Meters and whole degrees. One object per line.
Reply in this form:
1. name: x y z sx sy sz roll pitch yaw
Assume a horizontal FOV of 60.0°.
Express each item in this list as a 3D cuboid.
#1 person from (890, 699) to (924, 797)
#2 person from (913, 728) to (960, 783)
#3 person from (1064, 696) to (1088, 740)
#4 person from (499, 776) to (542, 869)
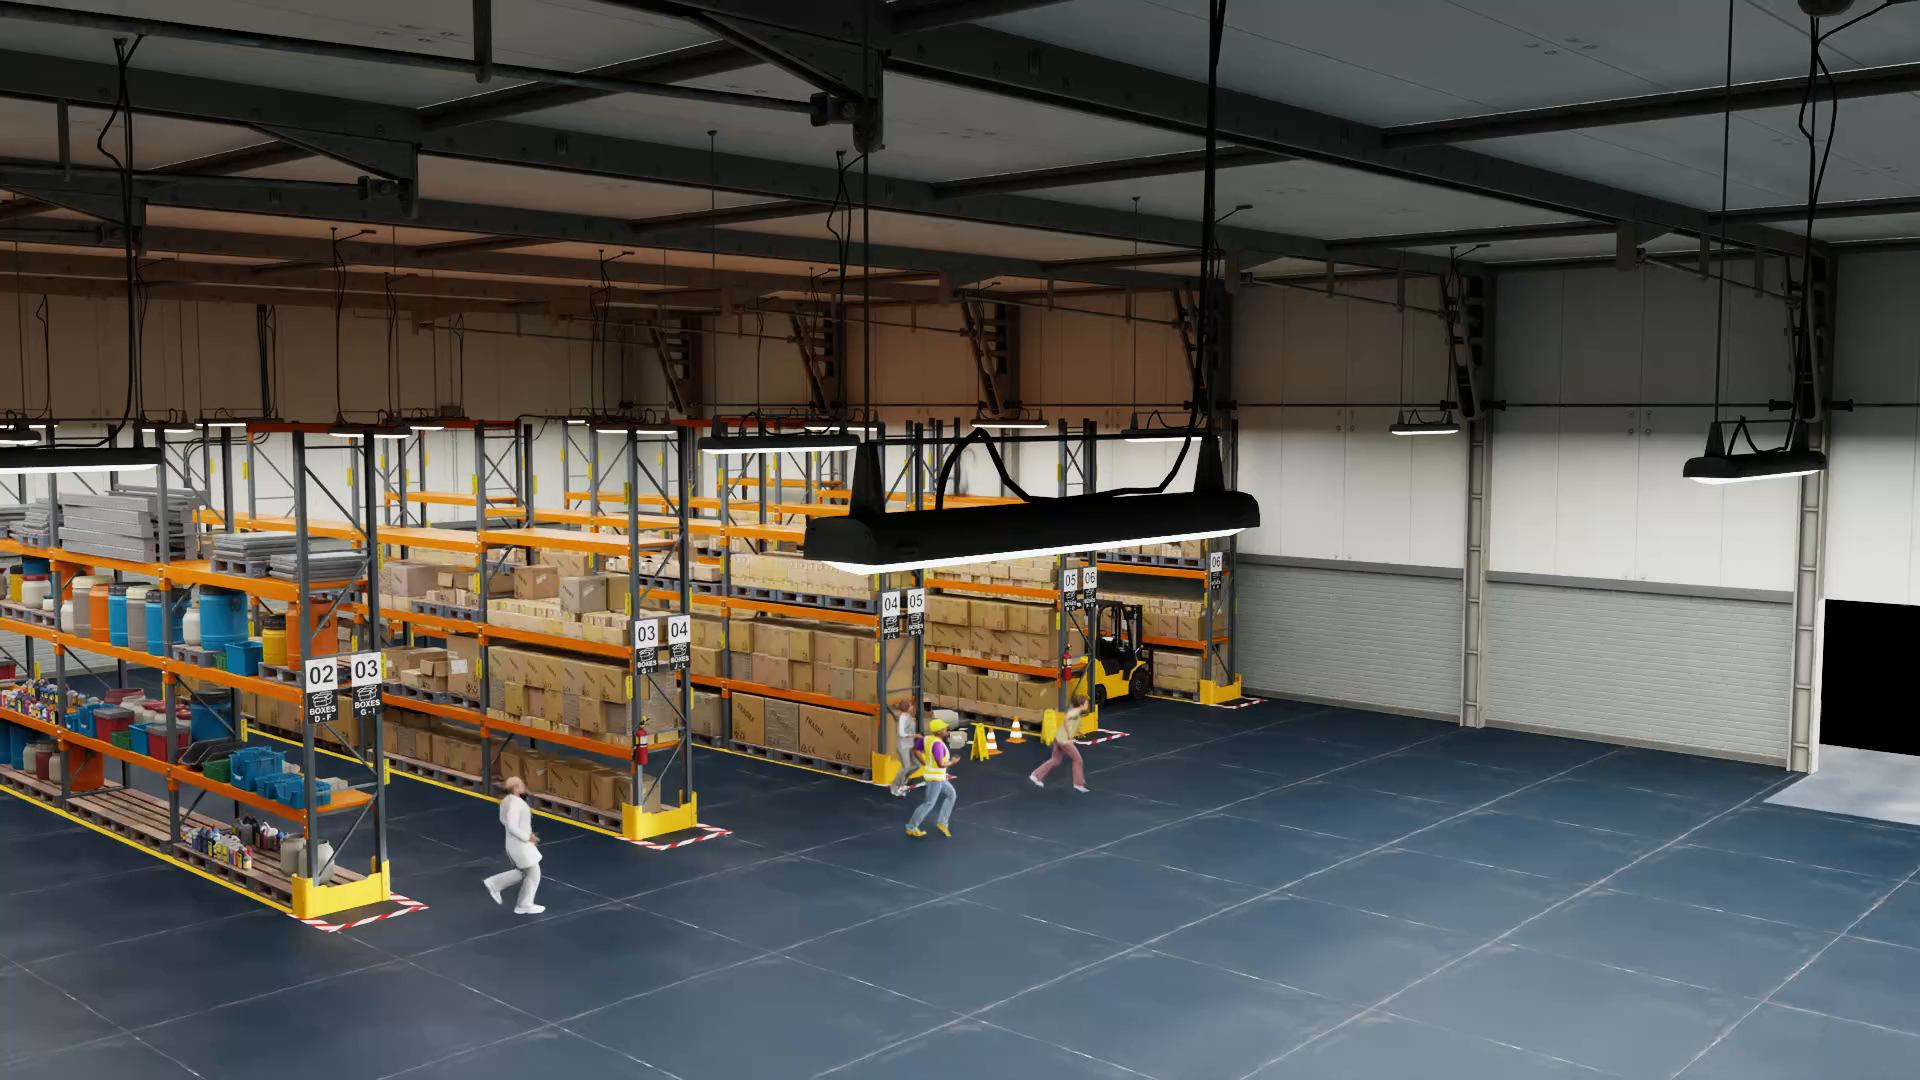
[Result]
1. person: -0.841 3.359 26.825 0.562 1.563 0.541 1 5 13
2. person: -0.330 3.064 24.100 0.658 0.865 0.673 -1 5 -8
3. person: 1.874 2.881 27.048 0.440 0.699 0.616 0 5 -3
4. person: -5.432 3.486 20.595 0.459 1.136 0.712 -2 5 -26
